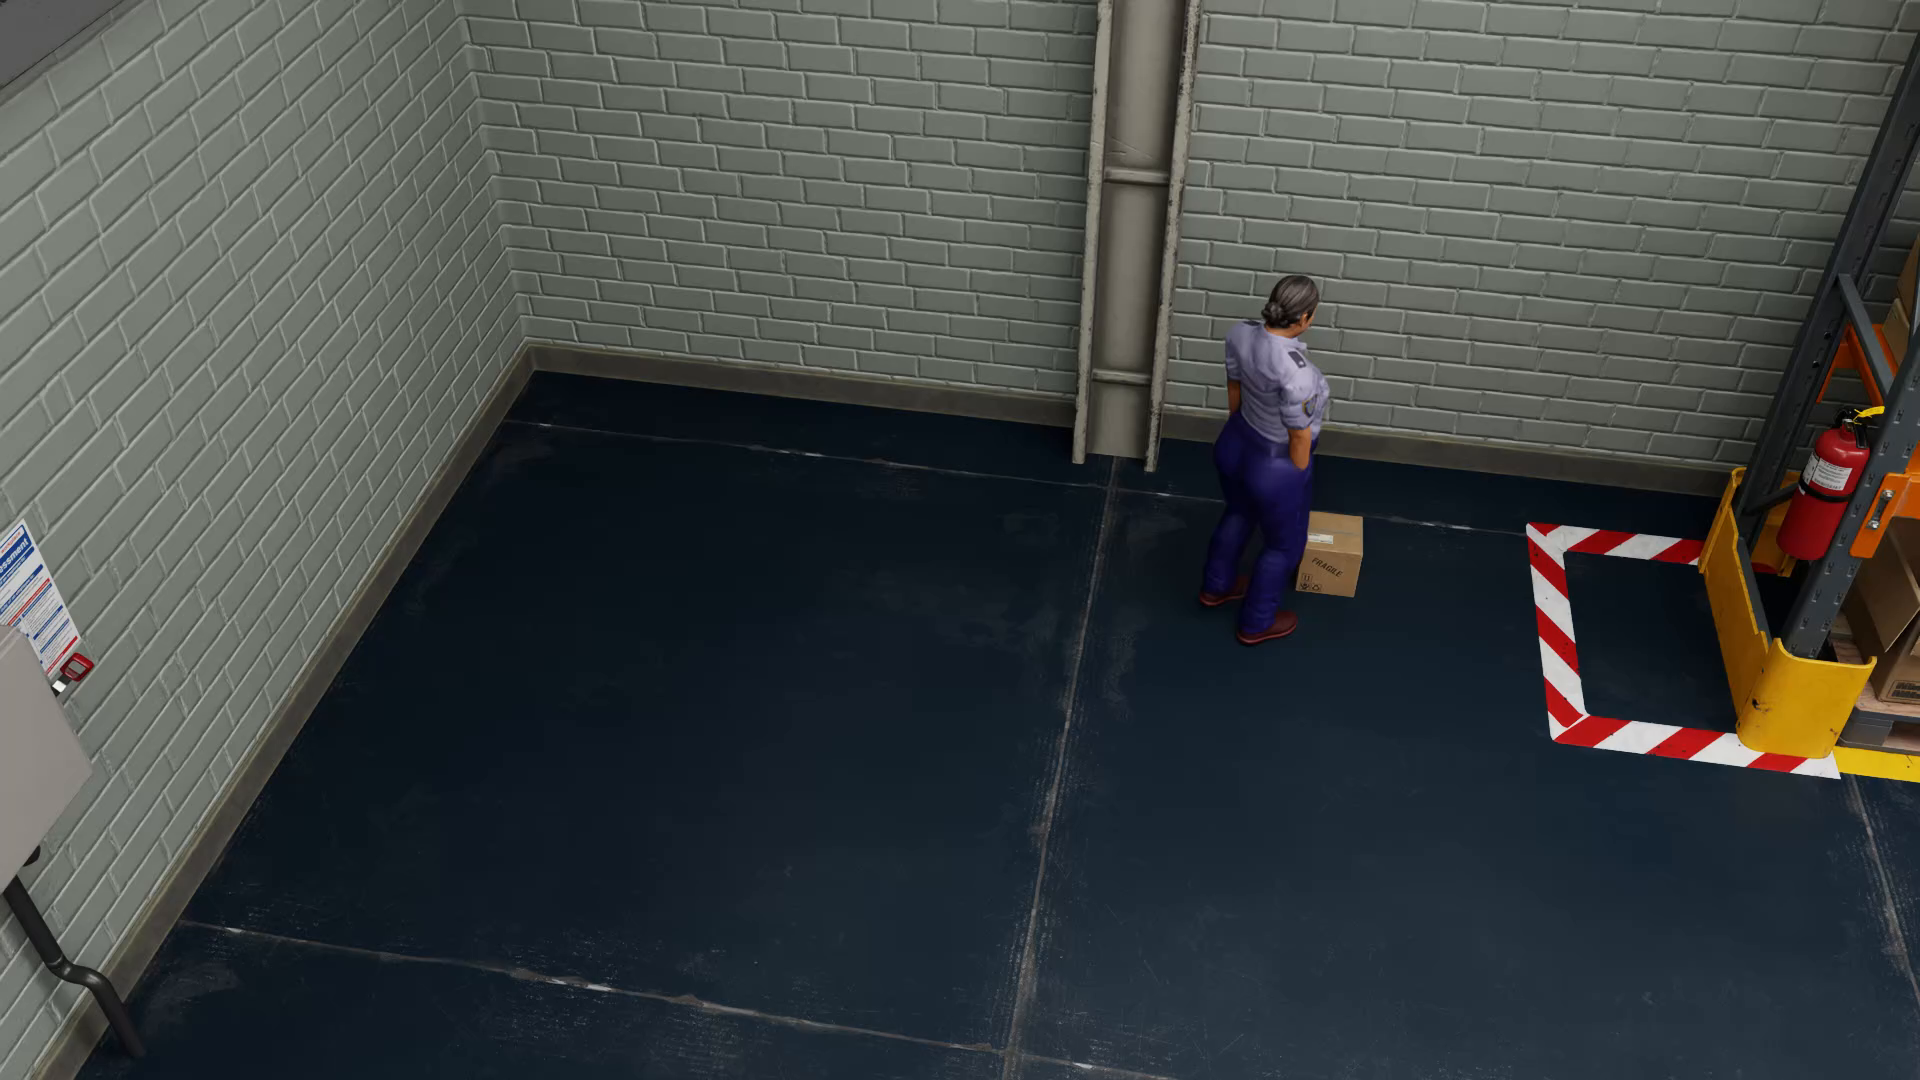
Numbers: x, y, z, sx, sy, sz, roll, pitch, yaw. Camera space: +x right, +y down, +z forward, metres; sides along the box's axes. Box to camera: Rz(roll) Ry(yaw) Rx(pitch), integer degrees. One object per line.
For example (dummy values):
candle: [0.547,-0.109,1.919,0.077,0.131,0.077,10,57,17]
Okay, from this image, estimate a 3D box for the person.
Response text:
person: [1.193,-0.318,6.553,0.339,1.642,0.476,-20,45,-22]
